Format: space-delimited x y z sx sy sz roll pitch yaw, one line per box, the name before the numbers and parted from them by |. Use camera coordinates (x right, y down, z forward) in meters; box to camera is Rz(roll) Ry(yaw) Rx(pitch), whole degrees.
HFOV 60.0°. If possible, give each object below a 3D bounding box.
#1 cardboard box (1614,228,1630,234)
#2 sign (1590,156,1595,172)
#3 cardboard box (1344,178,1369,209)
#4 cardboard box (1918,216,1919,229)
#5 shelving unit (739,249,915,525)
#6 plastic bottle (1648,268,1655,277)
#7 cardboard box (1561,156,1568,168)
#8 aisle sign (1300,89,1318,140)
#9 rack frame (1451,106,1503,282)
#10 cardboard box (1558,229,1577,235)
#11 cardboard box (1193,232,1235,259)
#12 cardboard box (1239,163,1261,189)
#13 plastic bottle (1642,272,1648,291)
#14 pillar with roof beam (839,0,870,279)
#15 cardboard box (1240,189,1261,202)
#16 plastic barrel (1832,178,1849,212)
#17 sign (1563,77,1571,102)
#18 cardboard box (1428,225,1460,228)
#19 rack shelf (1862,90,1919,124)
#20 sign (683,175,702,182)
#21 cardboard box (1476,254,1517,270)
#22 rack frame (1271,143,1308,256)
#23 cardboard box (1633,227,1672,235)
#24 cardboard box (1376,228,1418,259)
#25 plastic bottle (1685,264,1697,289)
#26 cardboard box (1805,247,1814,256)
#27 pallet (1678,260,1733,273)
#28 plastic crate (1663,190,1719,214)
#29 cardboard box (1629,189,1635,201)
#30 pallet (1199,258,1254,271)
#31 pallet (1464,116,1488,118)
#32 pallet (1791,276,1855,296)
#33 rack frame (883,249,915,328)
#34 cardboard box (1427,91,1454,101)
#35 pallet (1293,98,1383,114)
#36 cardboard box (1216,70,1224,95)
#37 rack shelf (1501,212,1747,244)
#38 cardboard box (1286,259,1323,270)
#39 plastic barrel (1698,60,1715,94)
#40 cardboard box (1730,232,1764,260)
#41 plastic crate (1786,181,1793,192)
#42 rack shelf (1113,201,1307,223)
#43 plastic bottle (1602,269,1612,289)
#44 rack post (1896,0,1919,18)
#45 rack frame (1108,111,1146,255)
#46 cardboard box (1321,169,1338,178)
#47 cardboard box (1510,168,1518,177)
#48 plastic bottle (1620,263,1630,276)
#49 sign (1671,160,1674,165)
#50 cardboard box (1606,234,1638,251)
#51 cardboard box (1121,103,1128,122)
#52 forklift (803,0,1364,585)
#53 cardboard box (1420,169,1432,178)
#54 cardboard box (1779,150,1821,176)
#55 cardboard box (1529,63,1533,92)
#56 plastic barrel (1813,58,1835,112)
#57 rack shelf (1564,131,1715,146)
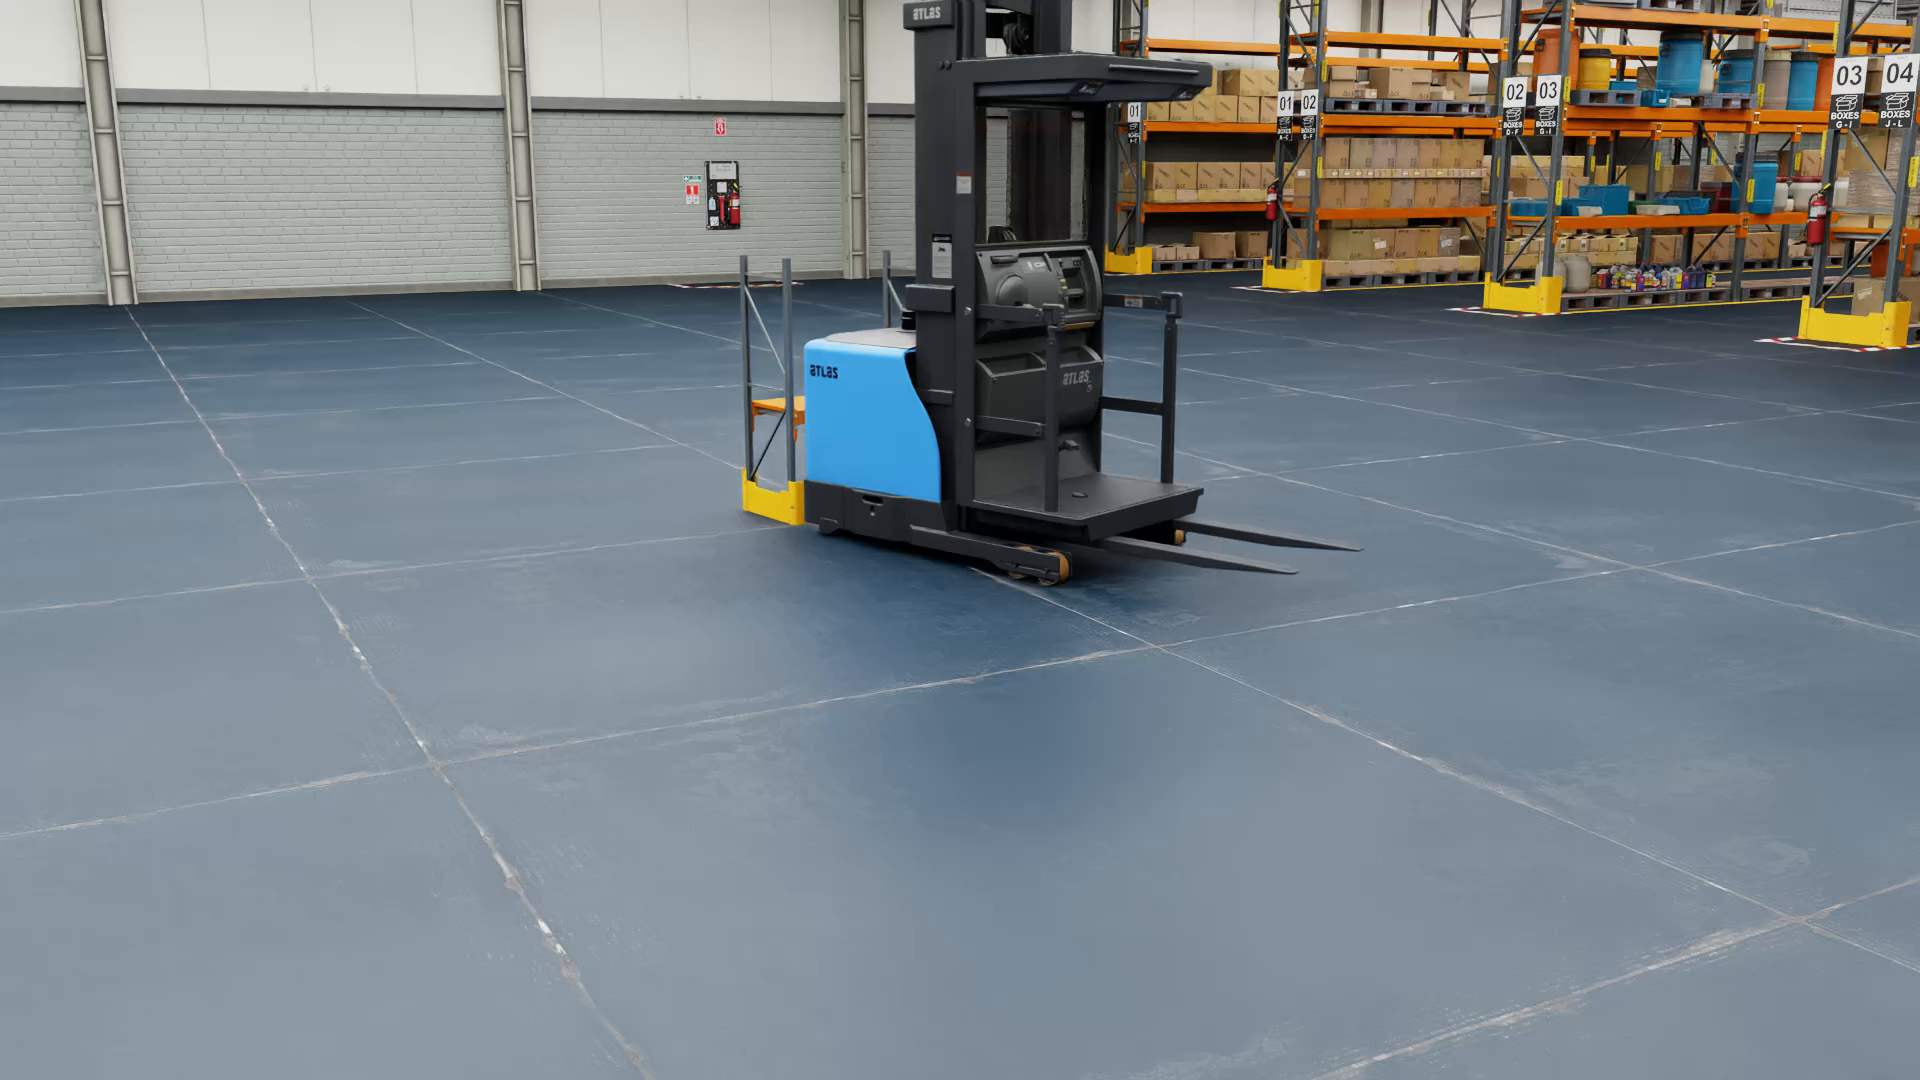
cardboard box | 14.856 -6.981 38.033 0.500 0.500 0.700 -7 14 -28
sign | 13.977 -8.307 36.732 0.005 0.325 0.100 -7 14 -28
cardboard box | 6.427 -5.819 27.907 0.500 0.500 0.700 -6 14 -26
cardboard box | 10.889 -3.642 19.033 0.250 0.149 0.380 -7 14 -28
shelving unit | -0.697 -0.937 9.858 1.083 1.500 0.587 -10 16 -37
plastic bottle | 10.457 -3.973 25.145 0.097 0.271 0.097 0 13 0
cardboard box | 12.967 -8.303 36.514 0.500 0.250 0.500 -6 14 -27
aisle sign | 5.641 -6.870 26.882 0.004 0.787 0.394 -7 14 -28
rack frame | 9.063 -6.088 29.331 0.127 3.000 1.000 -7 14 -28
cardboard box | 13.200 -6.947 37.085 0.750 0.750 0.750 -7 14 -27
cardboard box | 4.994 -5.800 32.740 0.500 0.500 0.700 -8 15 -31
cardboard box | 5.537 -7.131 32.553 0.500 0.500 0.500 -7 15 -29
plastic bottle | 9.964 -3.763 24.210 0.097 0.271 0.097 0 13 0
pillar with roof beam | 0.172 -8.328 25.619 0.400 9.000 9.100 -7 14 -28
cardboard box | 5.540 -6.764 32.630 0.500 0.250 0.500 -7 14 -28
plastic barrel | 13.774 -5.415 26.084 0.421 0.512 0.421 0 13 0
sign | 8.182 -6.074 22.414 0.005 0.325 0.100 -7 14 -28
cardboard box | 8.506 -5.329 29.555 0.500 0.500 0.500 -7 14 -28
rack shelf | 12.051 -5.081 19.661 4.000 0.370 1.077 -7 14 -28
sign | -4.605 -6.215 28.604 0.331 0.109 0.001 -7 14 -28
cardboard box | 9.536 -4.946 29.563 0.500 0.250 0.500 -7 15 -29
rack frame | 6.686 -7.043 33.571 0.127 3.000 1.000 -7 14 -28
cardboard box | 13.330 -6.021 32.012 0.500 0.250 0.500 -6 14 -26
cardboard box | 7.447 -5.068 28.393 0.500 0.500 0.500 -7 14 -28
plastic bottle | 10.838 -3.912 24.692 0.185 0.351 0.144 -8 15 -31
cardboard box | 17.312 -5.858 33.757 0.250 0.166 0.380 -7 14 -28
pallet | 14.317 -5.347 32.390 1.213 0.211 1.003 -7 14 -28
plastic crate | 10.913 -5.073 24.958 0.504 0.338 0.767 -7 14 -28
cardboard box | 12.234 -6.436 31.078 0.500 0.311 0.500 -6 14 -24
pallet | 5.042 -5.476 32.959 1.213 0.211 1.003 -7 14 -28
pallet | 10.737 -8.913 35.478 1.003 0.211 1.213 -6 14 -25
pallet | 14.246 -4.120 26.934 1.213 0.211 1.003 -7 14 -28
rack frame | -0.306 -1.006 10.161 0.032 1.500 0.500 -10 16 -37
cardboard box | 8.135 -7.523 28.169 0.250 0.149 0.380 -7 14 -28
pallet | 6.185 -7.157 27.450 1.213 0.211 1.003 -7 14 -28
cardboard box | 4.791 -8.886 32.379 0.500 0.500 0.500 -7 14 -28
rack shelf | 9.678 -4.572 24.231 4.000 0.370 1.077 -7 14 -28
cardboard box | 5.881 -4.644 28.220 0.500 0.250 0.500 -7 14 -28
plastic barrel | 10.961 -6.849 24.666 0.421 0.512 0.421 0 13 0
cardboard box | 15.351 -5.768 32.596 0.500 0.500 0.500 -7 14 -28
plastic crate | 13.379 -5.474 26.457 0.583 0.464 0.402 -7 14 -28
rack shelf | 4.931 -6.481 32.715 4.000 0.370 1.077 -7 14 -28
plastic bottle | 9.610 -3.880 24.705 0.133 0.283 0.061 -7 14 -28
rack post | 15.560 -8.528 26.681 0.937 0.300 0.954 -7 14 -28
rack frame | 3.175 -6.622 31.701 0.127 3.000 1.000 -7 14 -28
cardboard box | 6.000 -6.033 27.378 0.250 0.149 0.380 -7 14 -28
cardboard box | 11.646 -7.774 35.871 0.500 0.500 0.500 -7 14 -28
plastic bottle | 9.987 -3.986 25.021 0.185 0.351 0.144 -7 14 -28
sign | 16.958 -8.874 39.555 0.005 0.325 0.100 -7 14 -28
cardboard box | 12.232 -5.544 30.939 0.500 0.311 0.500 -6 14 -26
cardboard box | 3.420 -8.236 31.770 0.500 0.500 0.500 -6 14 -24
forklift | 0.570 -1.338 8.377 3.031 2.935 1.130 11 17 40
cardboard box | 7.812 -6.250 28.346 0.250 0.149 0.380 -6 14 -26
cardboard box | 16.633 -7.462 32.929 0.500 0.500 0.500 -6 14 -26
cardboard box | 10.112 -8.171 29.430 0.500 0.500 0.500 -5 14 -22
plastic barrel | 13.545 -7.114 26.077 0.708 0.830 0.600 -7 14 -28
rack shelf | 15.464 -9.207 37.995 4.000 0.370 1.077 -7 14 -28
